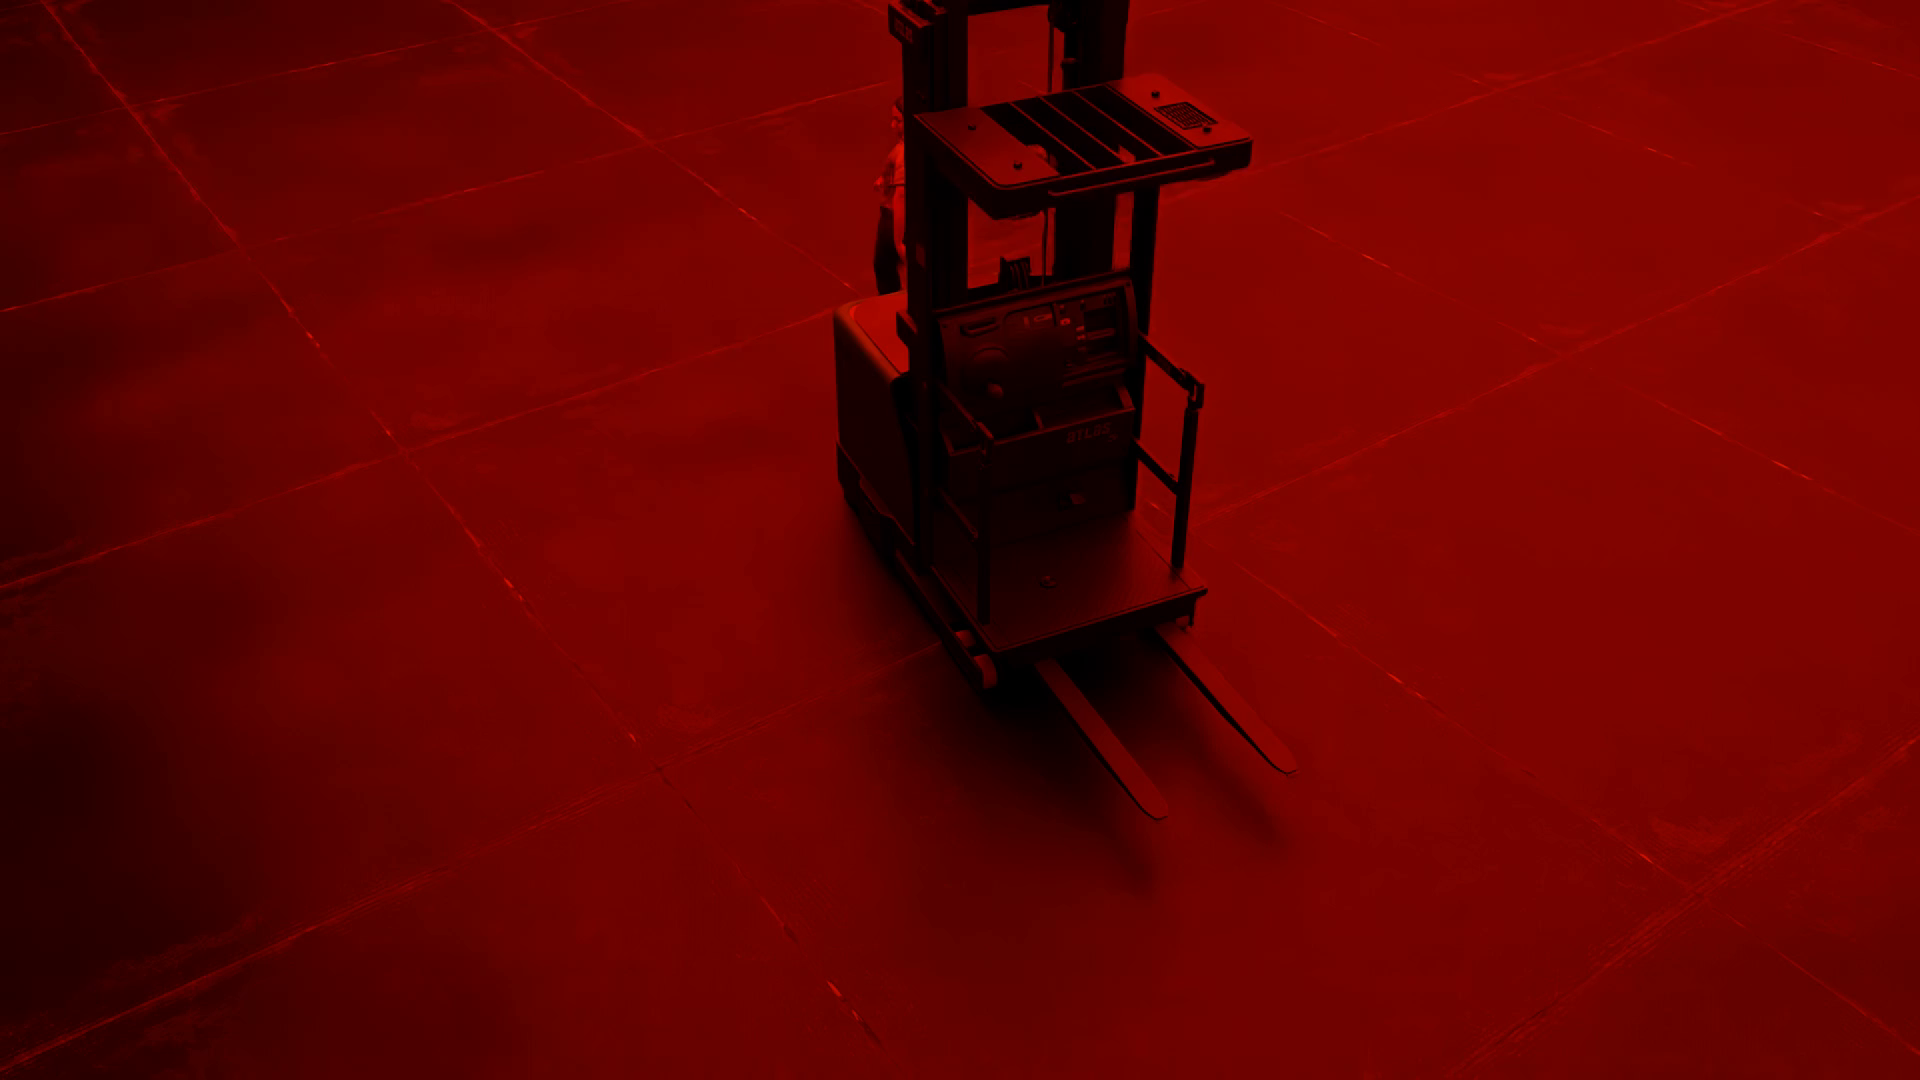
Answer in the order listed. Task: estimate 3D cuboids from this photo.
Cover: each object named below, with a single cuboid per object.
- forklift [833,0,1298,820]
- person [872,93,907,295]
[{"bbox_3d":[0.438,-0.797,7.023,1.130,2.935,3.031,-15,39,-20],"label":"forklift"},{"bbox_3d":[-0.261,-1.766,9.512,0.527,1.637,0.828,-16,39,-20],"label":"person"}]
